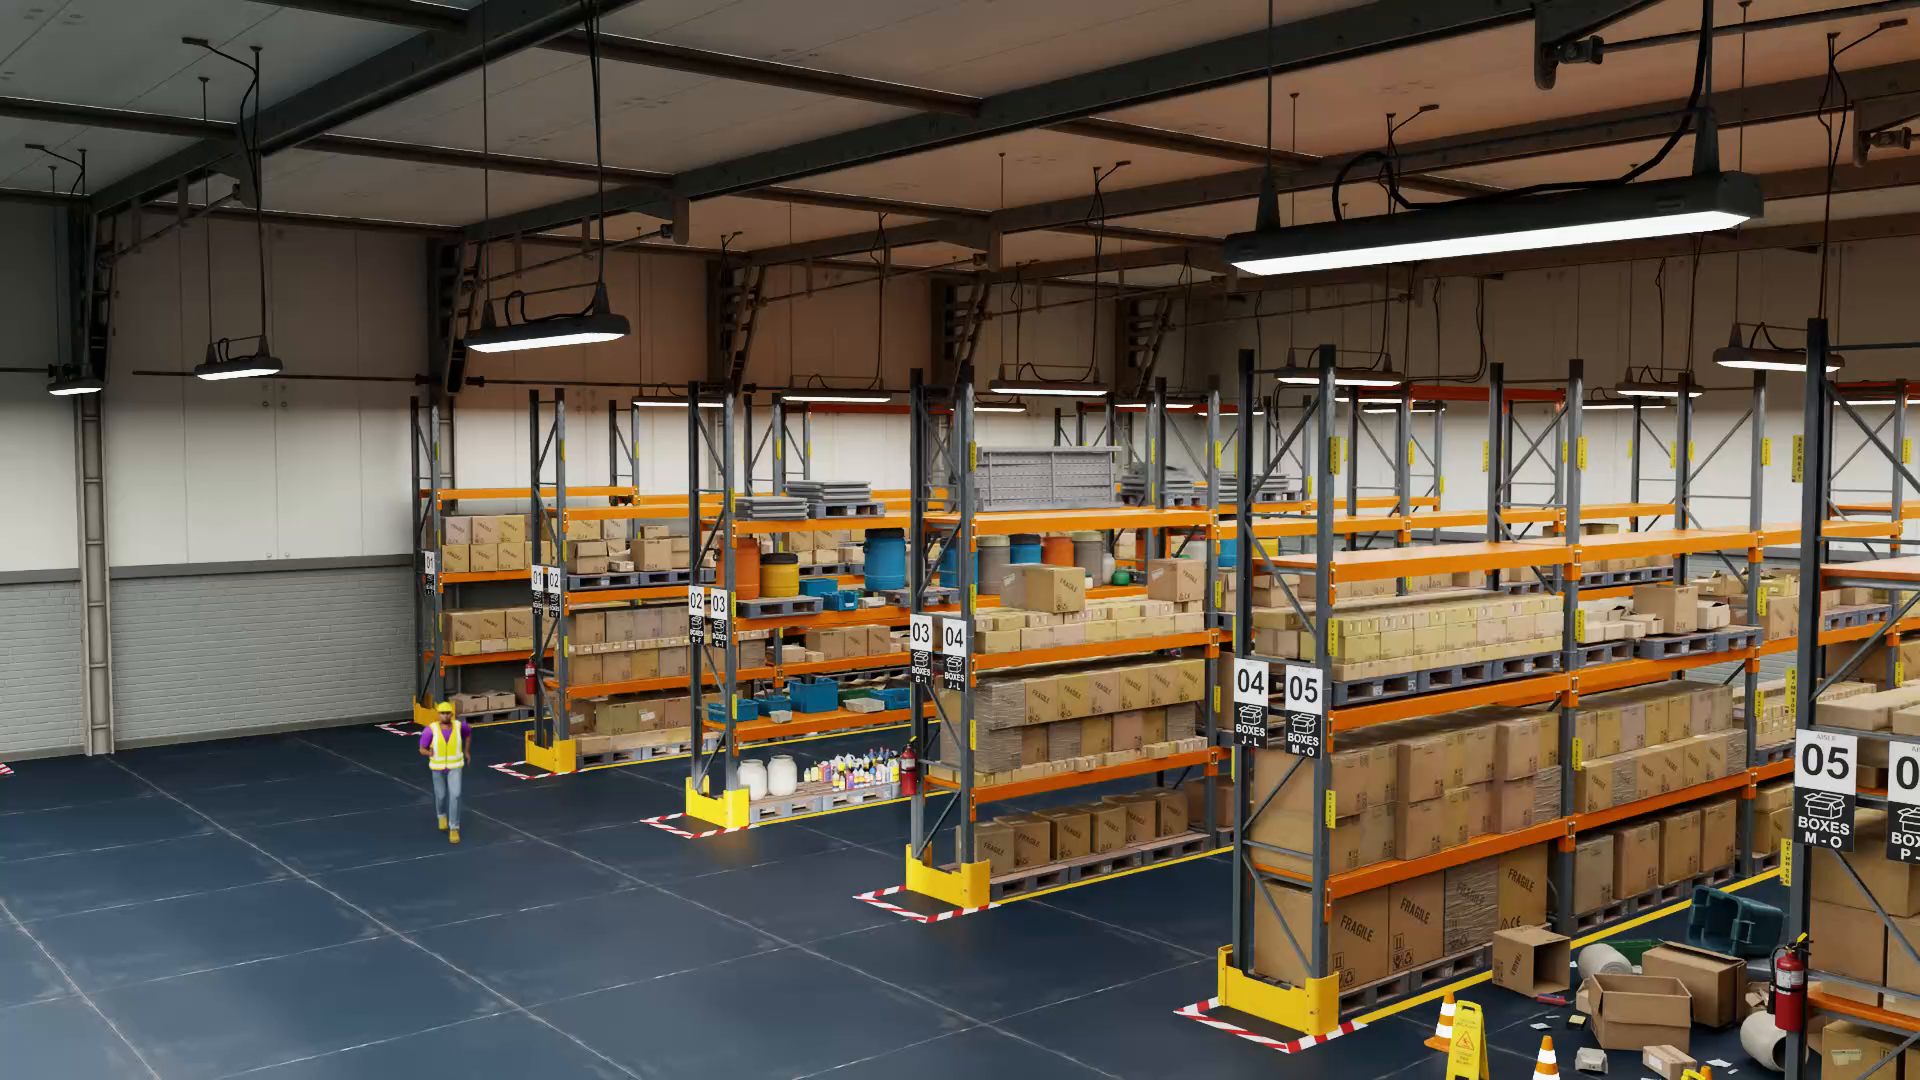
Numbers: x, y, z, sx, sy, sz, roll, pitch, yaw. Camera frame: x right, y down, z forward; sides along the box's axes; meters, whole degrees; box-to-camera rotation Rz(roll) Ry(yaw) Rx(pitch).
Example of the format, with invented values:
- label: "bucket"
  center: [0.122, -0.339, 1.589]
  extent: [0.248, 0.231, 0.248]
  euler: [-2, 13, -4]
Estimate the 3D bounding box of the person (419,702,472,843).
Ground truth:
- label: "person"
  center: [-6.714, 2.985, 21.720]
  extent: [0.654, 1.781, 0.935]
  euler: [-1, 4, -16]
